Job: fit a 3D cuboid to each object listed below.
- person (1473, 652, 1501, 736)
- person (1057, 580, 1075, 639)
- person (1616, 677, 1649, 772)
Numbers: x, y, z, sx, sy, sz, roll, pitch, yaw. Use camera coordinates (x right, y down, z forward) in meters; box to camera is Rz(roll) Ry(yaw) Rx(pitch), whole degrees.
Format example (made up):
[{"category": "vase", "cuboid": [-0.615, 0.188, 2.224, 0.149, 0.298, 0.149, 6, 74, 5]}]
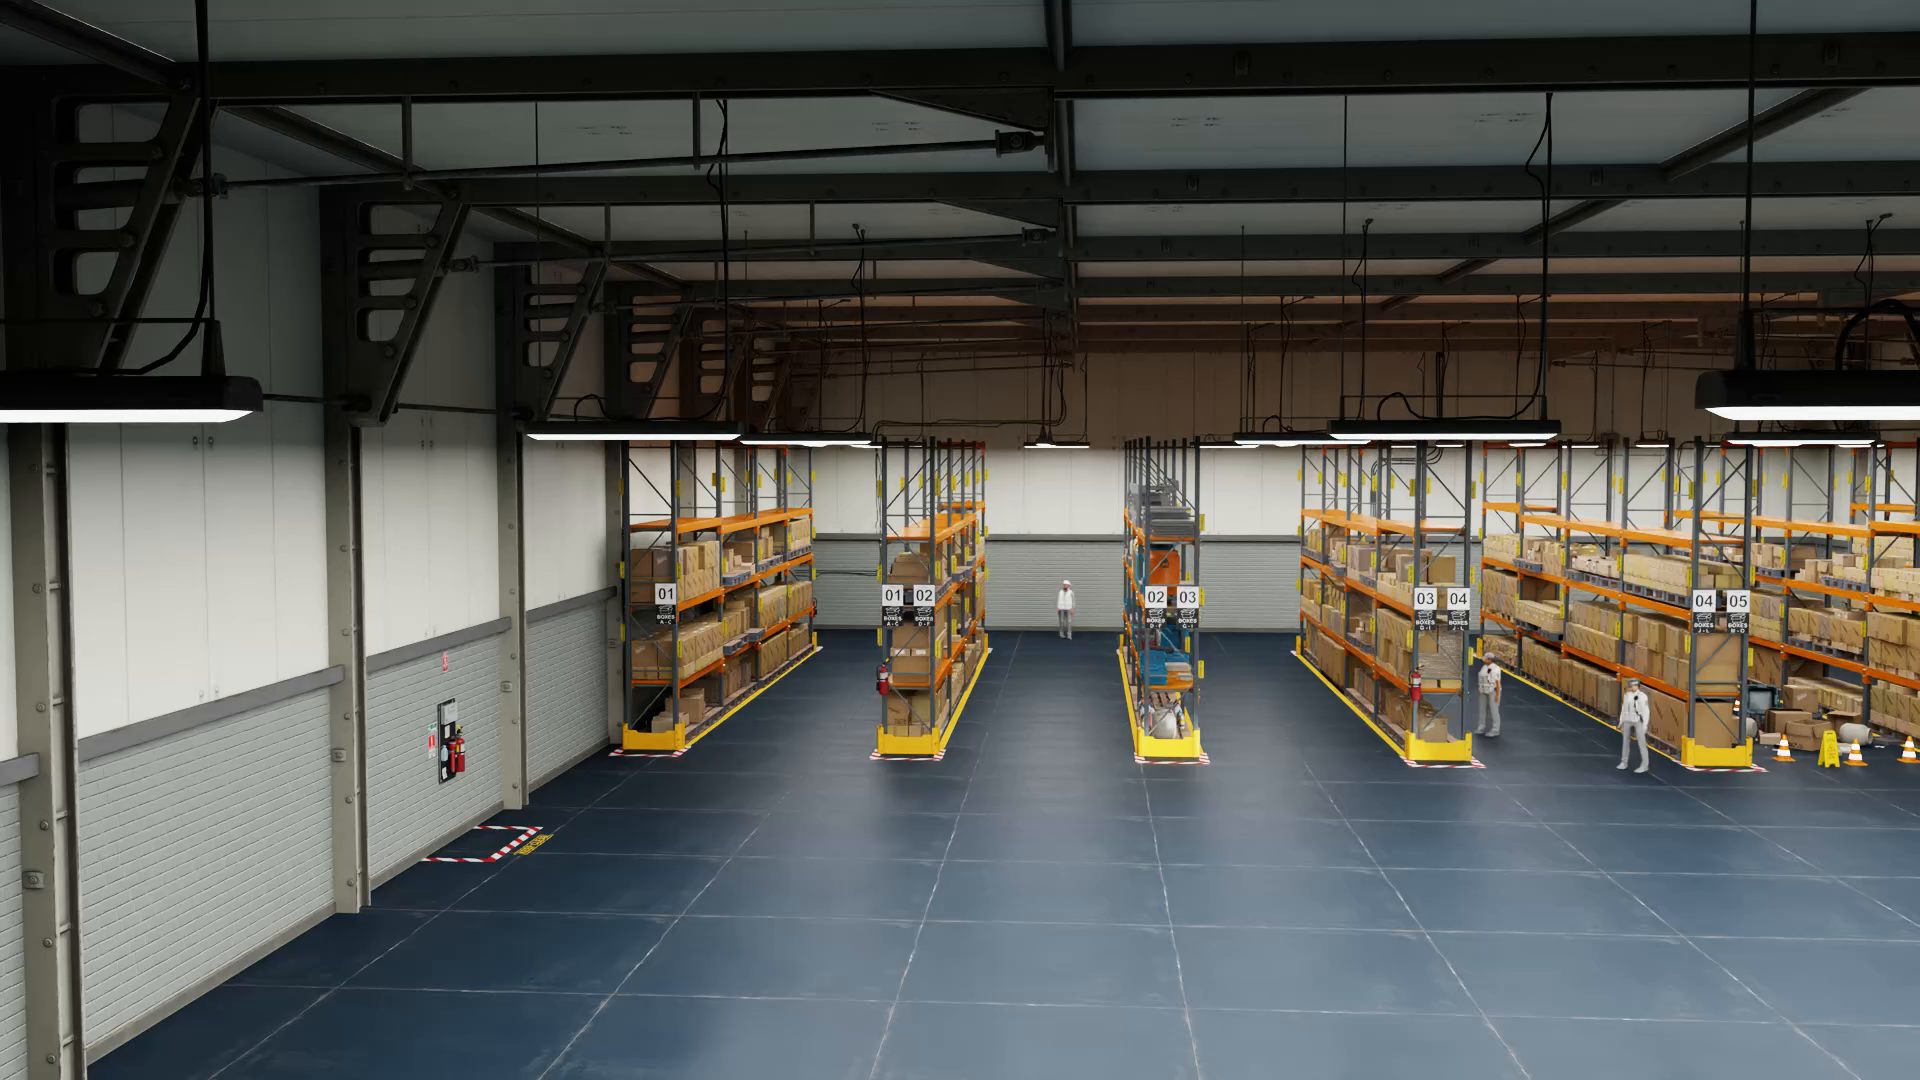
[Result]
[{"category": "person", "cuboid": [10.641, 3.090, 33.516, 0.446, 1.665, 0.533, -2, 4, -30]}, {"category": "person", "cuboid": [3.247, 2.135, 50.931, 0.549, 1.788, 0.544, 0, 3, -4]}, {"category": "person", "cuboid": [12.040, 3.292, 29.799, 0.394, 1.669, 0.553, -2, 4, -35]}]
